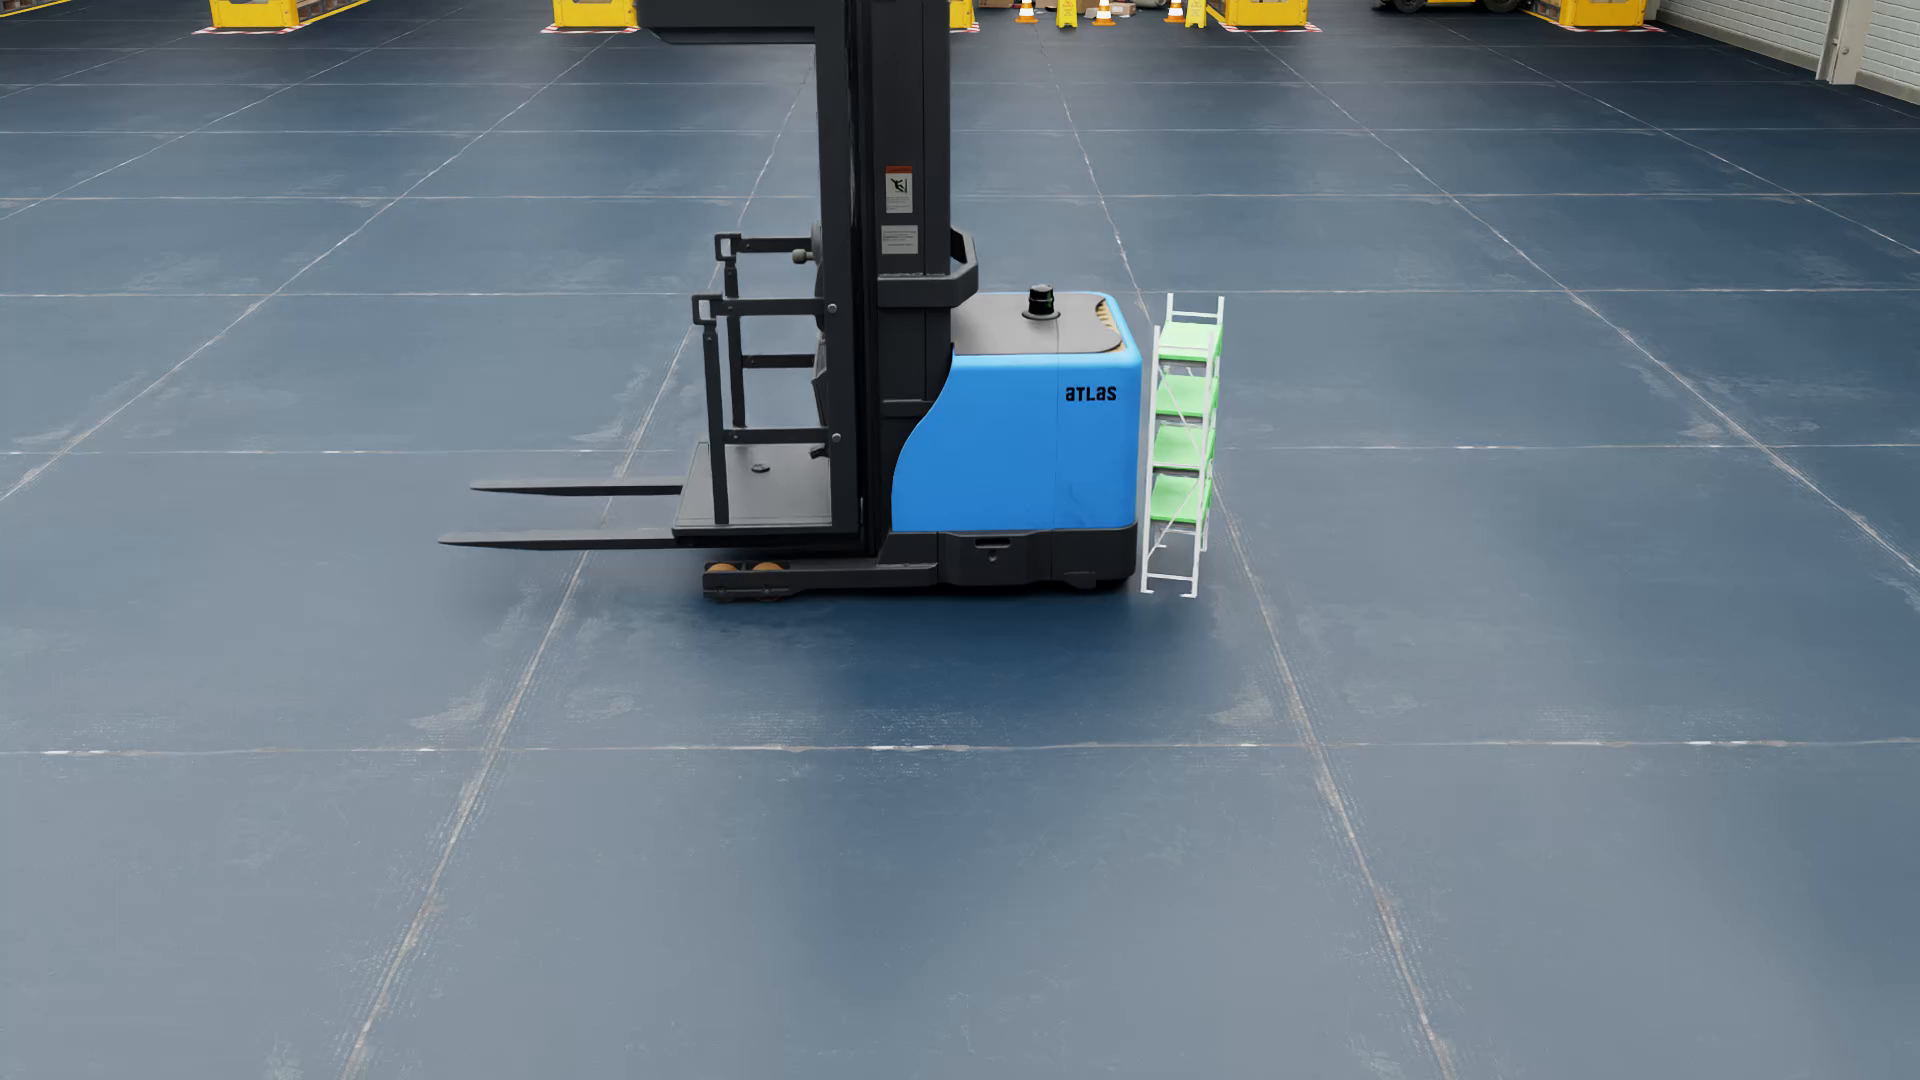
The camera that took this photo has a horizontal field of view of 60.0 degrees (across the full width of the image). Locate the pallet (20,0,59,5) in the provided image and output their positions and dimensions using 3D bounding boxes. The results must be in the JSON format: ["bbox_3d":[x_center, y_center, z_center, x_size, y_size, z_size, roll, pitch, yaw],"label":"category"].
[{"bbox_3d":[-15.358,-8.960,27.304,1.003,0.211,1.213,0,24,-1],"label":"pallet"}]

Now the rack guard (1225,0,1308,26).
[{"bbox_3d":[4.533,-7.890,24.587,1.175,0.500,0.348,0,24,-1],"label":"rack guard"}]

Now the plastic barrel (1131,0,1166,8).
[{"bbox_3d":[2.998,-8.668,26.401,0.512,0.421,0.421,19,30,35],"label":"plastic barrel"}]

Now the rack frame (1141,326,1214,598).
[{"bbox_3d":[0.908,-0.310,6.979,0.240,1.200,0.015,5,25,12],"label":"rack frame"}]

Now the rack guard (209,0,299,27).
[{"bbox_3d":[-10.376,-7.823,24.439,1.175,0.500,0.348,0,24,-1],"label":"rack guard"}]

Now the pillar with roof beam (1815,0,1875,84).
[{"bbox_3d":[6.152,-9.554,17.954,9.100,9.000,0.400,0,24,-1],"label":"pillar with roof beam"}]

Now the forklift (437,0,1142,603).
[{"bbox_3d":[-0.763,-1.288,7.042,3.031,2.935,1.130,-1,24,-2],"label":"forklift"}]

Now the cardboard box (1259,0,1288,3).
[{"bbox_3d":[4.802,-8.269,25.221,0.500,0.250,0.500,0,24,-1],"label":"cardboard box"}]

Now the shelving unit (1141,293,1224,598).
[{"bbox_3d":[0.962,-0.408,7.196,0.258,1.200,0.503,5,25,12],"label":"shelving unit"}]

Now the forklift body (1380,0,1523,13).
[{"bbox_3d":[7.652,-9.407,25.940,2.313,2.155,1.214,0,24,-1],"label":"forklift body"}]

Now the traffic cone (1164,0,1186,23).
[{"bbox_3d":[3.239,-8.013,24.905,0.336,0.463,0.334,0,24,-1],"label":"traffic cone"}]

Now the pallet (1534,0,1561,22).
[{"bbox_3d":[9.447,-8.065,25.327,1.003,0.211,1.213,0,24,-1],"label":"pallet"}]

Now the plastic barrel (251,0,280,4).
[{"bbox_3d":[-10.412,-8.259,24.880,0.421,0.512,0.421,0,24,0],"label":"plastic barrel"}]

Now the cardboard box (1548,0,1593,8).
[{"bbox_3d":[9.176,-8.152,24.961,0.500,0.250,0.500,0,24,0],"label":"cardboard box"}]

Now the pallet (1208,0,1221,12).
[{"bbox_3d":[4.549,-8.594,26.496,1.003,0.211,1.213,0,24,-1],"label":"pallet"}]

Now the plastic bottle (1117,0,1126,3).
[{"bbox_3d":[2.629,-8.766,27.059,0.133,0.061,0.283,4,25,9],"label":"plastic bottle"}]

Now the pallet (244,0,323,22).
[{"bbox_3d":[-10.379,-8.026,25.239,1.003,0.211,1.213,0,24,-1],"label":"pallet"}]

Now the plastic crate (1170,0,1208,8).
[{"bbox_3d":[3.688,-8.665,26.811,0.402,0.080,0.583,-9,26,-19],"label":"plastic crate"}]

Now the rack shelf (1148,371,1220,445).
[{"bbox_3d":[0.962,-0.569,7.123,0.258,0.148,0.480,5,25,12],"label":"rack shelf"}]

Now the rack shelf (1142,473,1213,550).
[{"bbox_3d":[0.961,-0.131,7.321,0.258,0.148,0.480,5,25,12],"label":"rack shelf"}]

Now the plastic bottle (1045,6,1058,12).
[{"bbox_3d":[1.427,-8.359,26.157,0.133,0.061,0.283,-9,26,-19],"label":"plastic bottle"}]

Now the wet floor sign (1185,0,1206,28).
[{"bbox_3d":[3.466,-7.841,24.305,0.267,0.644,0.232,8,26,18],"label":"wet floor sign"}]

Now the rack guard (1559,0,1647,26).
[{"bbox_3d":[9.498,-7.872,24.549,1.175,0.500,0.348,0,24,-1],"label":"rack guard"}]

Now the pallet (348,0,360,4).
[{"bbox_3d":[-10.406,-9.031,27.462,1.003,0.211,1.213,0,24,-1],"label":"pallet"}]

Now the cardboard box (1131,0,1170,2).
[{"bbox_3d":[3.141,-9.060,27.172,0.500,0.500,0.500,19,30,35],"label":"cardboard box"}]

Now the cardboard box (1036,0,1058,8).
[{"bbox_3d":[1.402,-8.636,26.522,0.396,0.266,0.258,4,25,9],"label":"cardboard box"}]

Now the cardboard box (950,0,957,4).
[{"bbox_3d":[-0.488,-8.436,24.830,0.875,0.875,0.875,0,24,0],"label":"cardboard box"}]
